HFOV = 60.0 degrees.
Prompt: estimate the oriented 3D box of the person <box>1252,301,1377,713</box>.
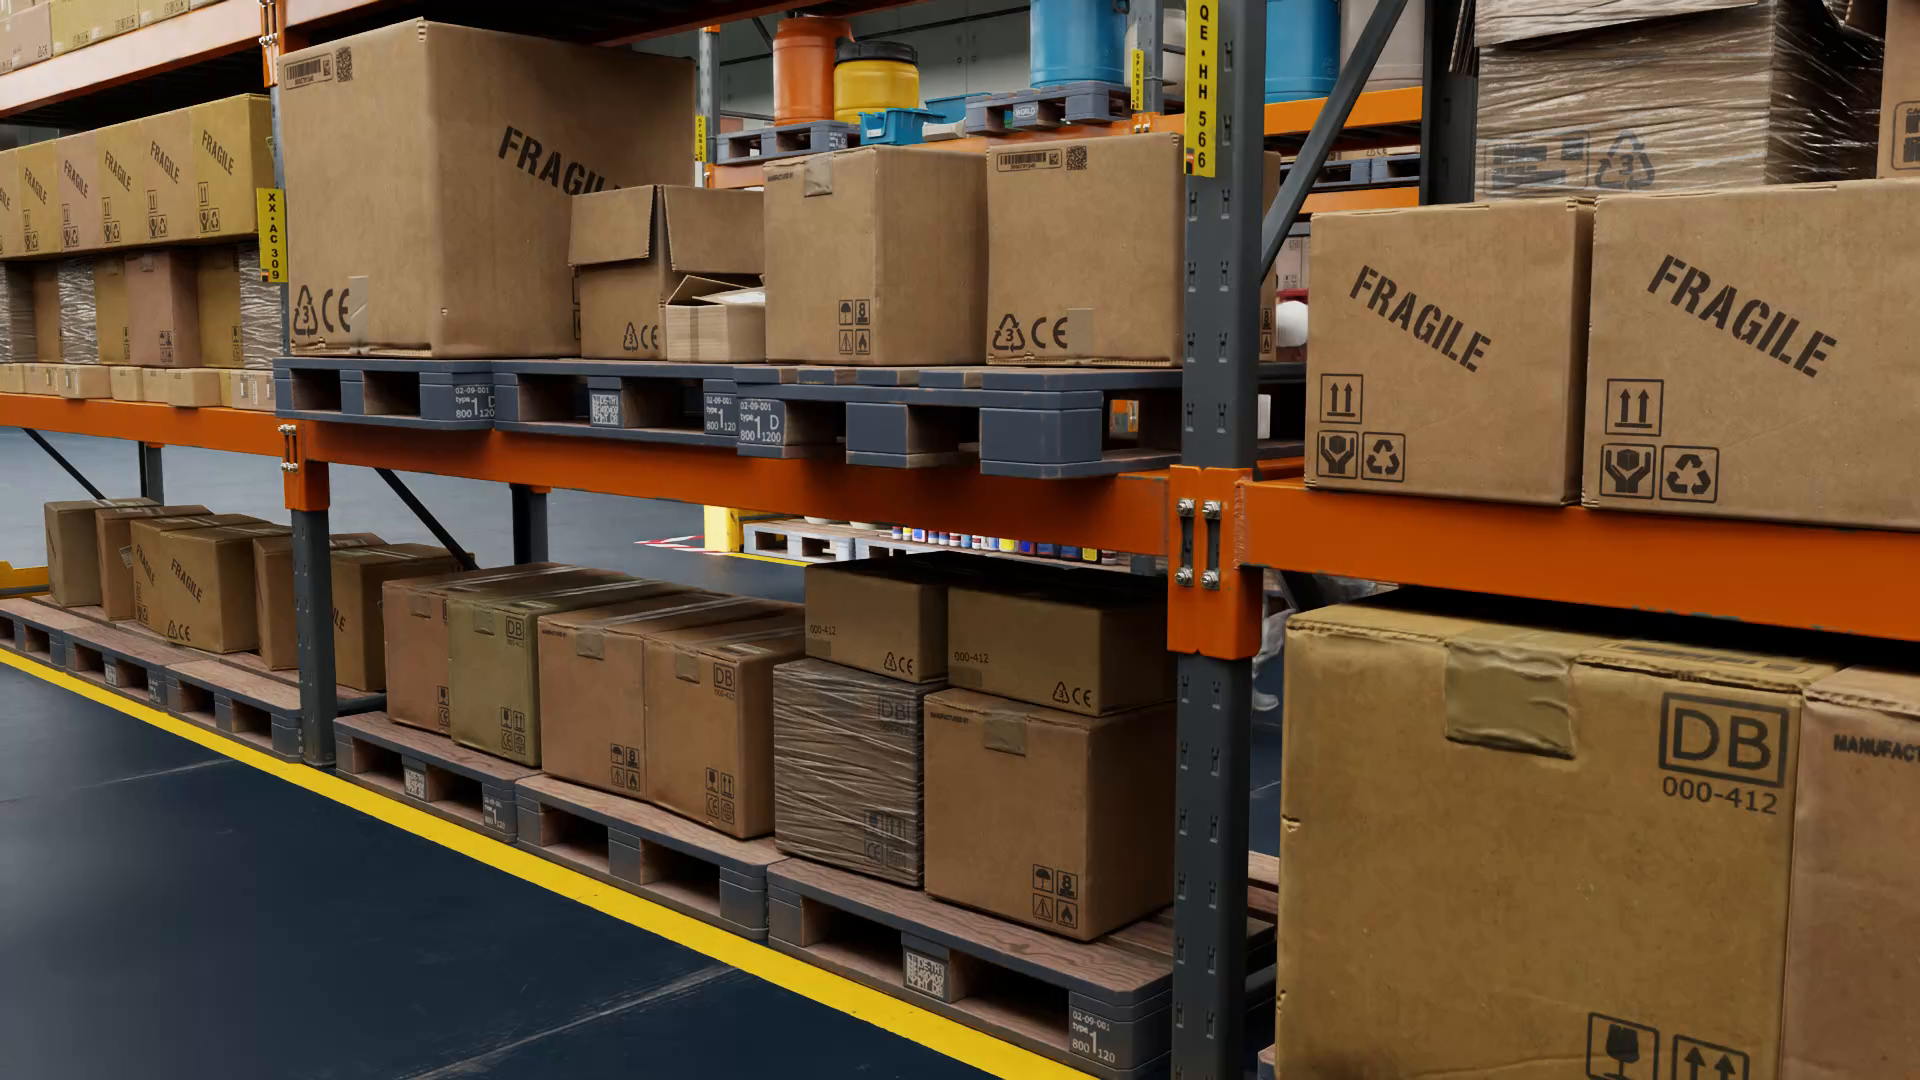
[{"bbox_3d":[1.456,-0.080,6.597,0.922,1.717,0.620,-2,7,-19],"label":"person"}]
